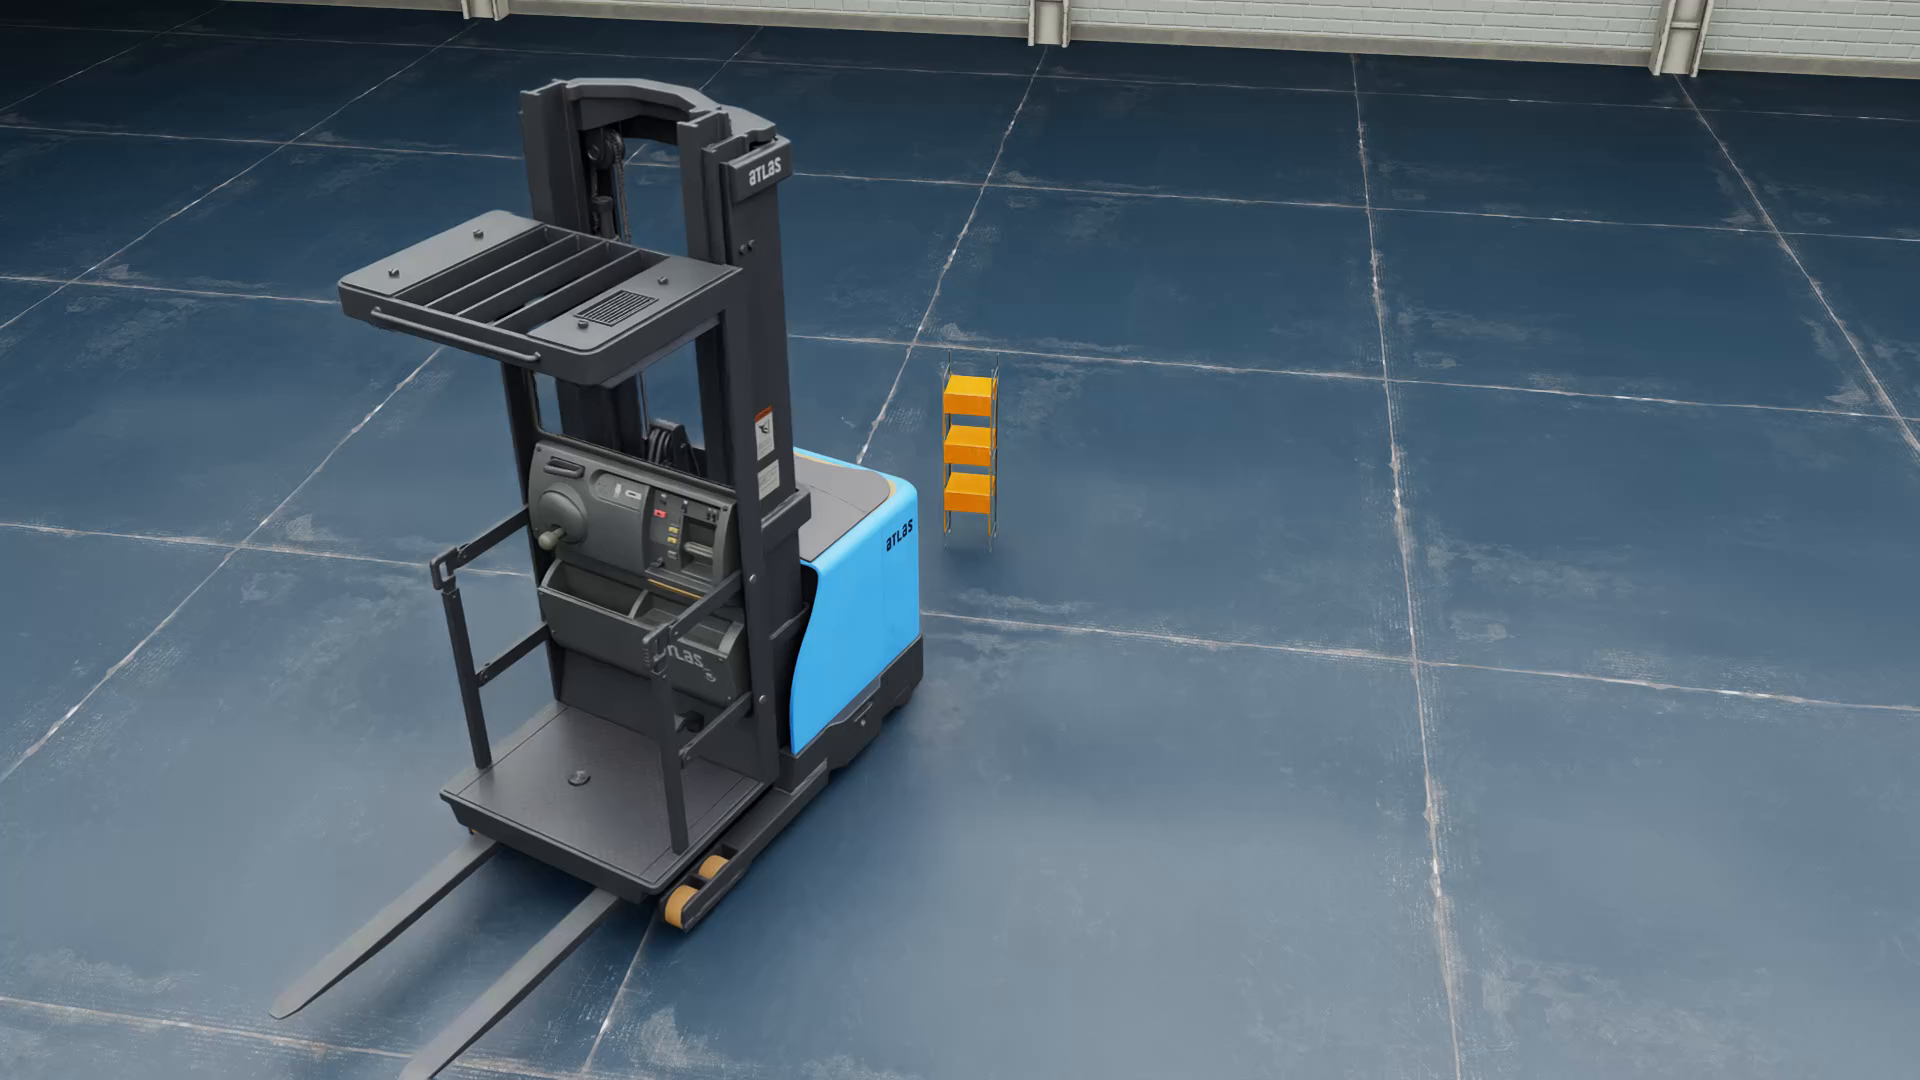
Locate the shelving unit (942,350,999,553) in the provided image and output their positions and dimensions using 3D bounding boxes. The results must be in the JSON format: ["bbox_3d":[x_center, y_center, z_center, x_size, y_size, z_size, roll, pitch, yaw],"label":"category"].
[{"bbox_3d":[0.053,-0.440,8.464,0.252,1.050,0.215,5,32,8],"label":"shelving unit"}]

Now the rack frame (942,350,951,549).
[{"bbox_3d":[-0.068,-0.451,8.481,0.008,1.050,0.200,5,32,8],"label":"rack frame"}]

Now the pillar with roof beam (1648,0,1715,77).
[{"bbox_3d":[6.091,-6.050,9.934,0.400,9.000,9.100,5,32,8],"label":"pillar with roof beam"}]

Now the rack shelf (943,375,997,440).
[{"bbox_3d":[0.053,-0.672,8.319,0.240,0.259,0.215,5,32,8],"label":"rack shelf"}]

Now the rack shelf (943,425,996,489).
[{"bbox_3d":[0.053,-0.431,8.469,0.240,0.259,0.215,5,32,8],"label":"rack shelf"}]

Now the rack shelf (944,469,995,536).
[{"bbox_3d":[0.053,-0.196,8.617,0.240,0.259,0.215,5,32,8],"label":"rack shelf"}]

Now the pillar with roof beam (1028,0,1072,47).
[{"bbox_3d":[0.177,-6.585,10.789,0.400,9.000,9.100,5,32,8],"label":"pillar with roof beam"}]

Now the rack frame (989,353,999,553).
[{"bbox_3d":[0.173,-0.429,8.446,0.008,1.050,0.200,5,32,8],"label":"rack frame"}]

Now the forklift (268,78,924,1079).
[{"bbox_3d":[-1.340,-0.031,6.037,1.130,2.935,3.031,17,36,25],"label":"forklift"}]

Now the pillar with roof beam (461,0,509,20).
[{"bbox_3d":[-5.737,-7.121,11.645,0.400,9.000,9.100,5,32,8],"label":"pillar with roof beam"}]
